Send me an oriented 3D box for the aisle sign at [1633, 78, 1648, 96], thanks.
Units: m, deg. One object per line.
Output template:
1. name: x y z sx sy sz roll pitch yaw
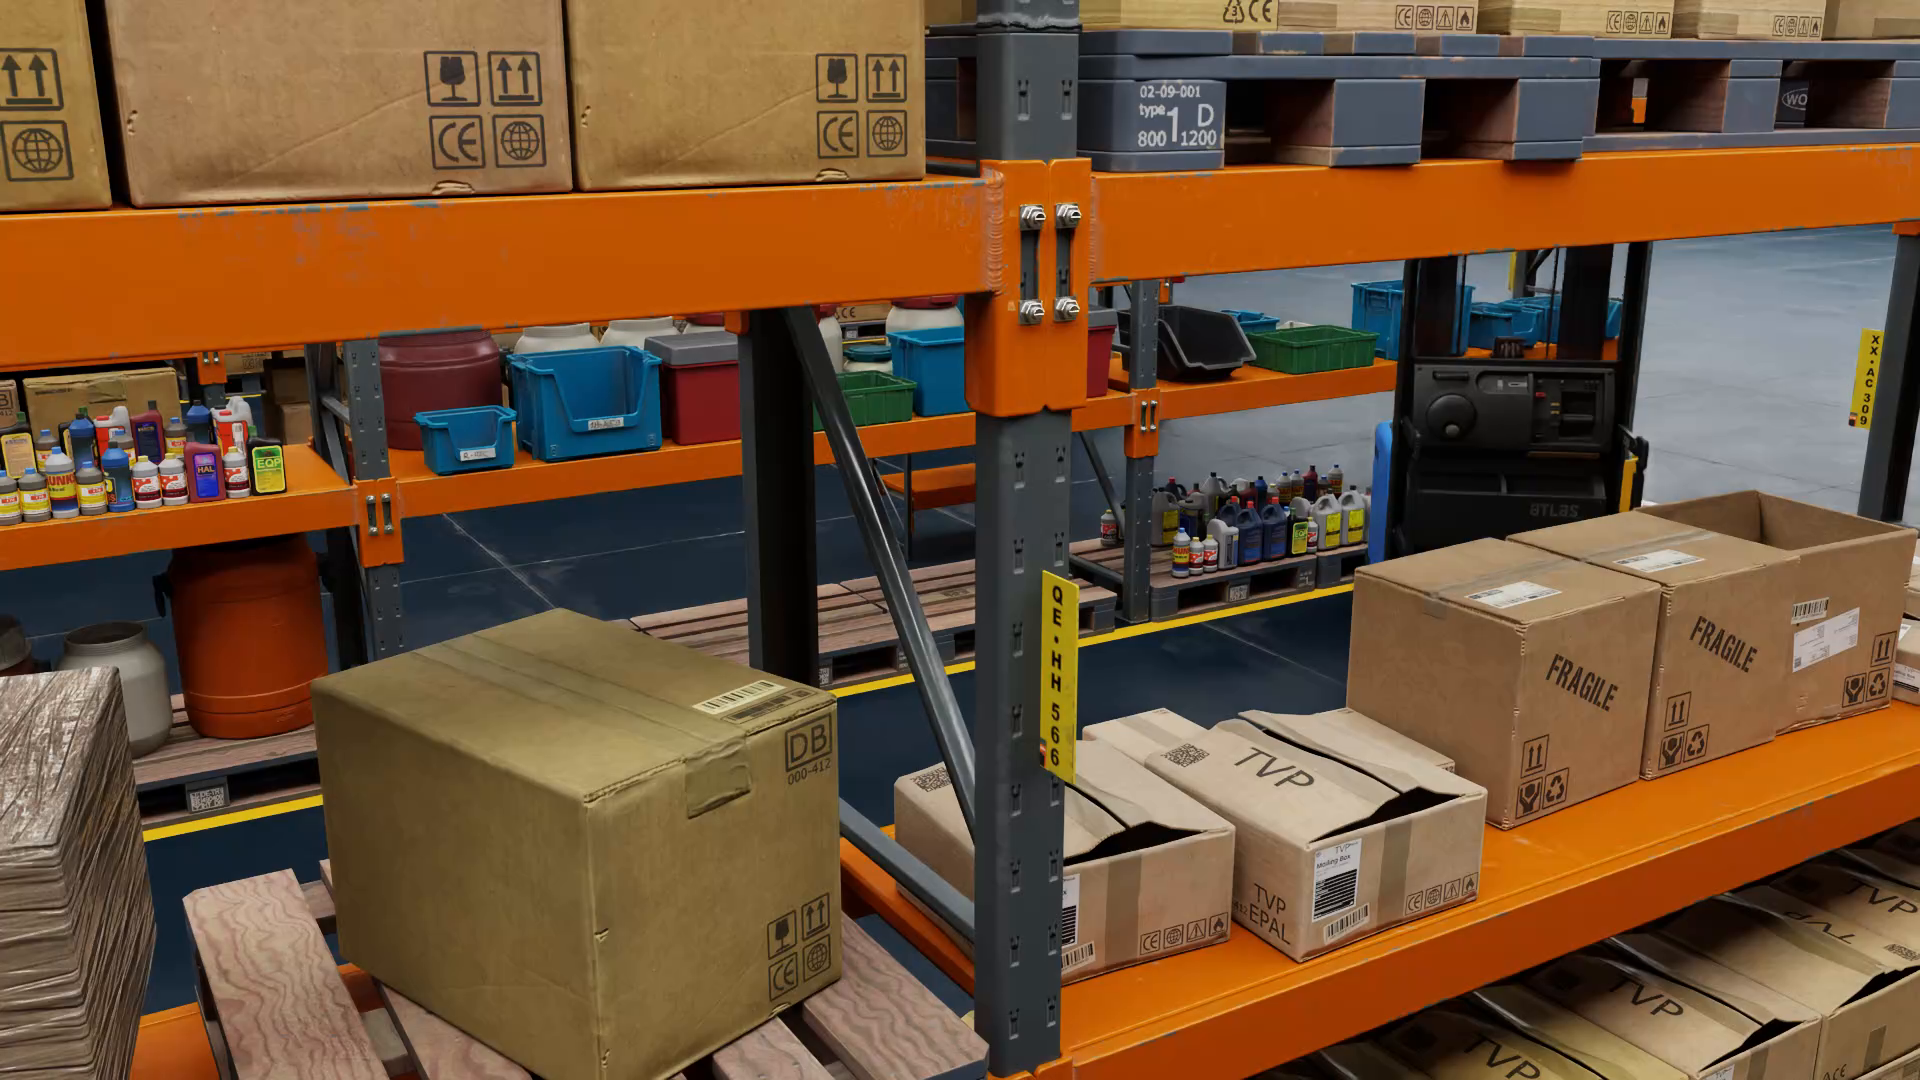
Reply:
1. aisle sign: 4.389 -2.842 10.675 0.004 0.787 0.394 -9 18 -30

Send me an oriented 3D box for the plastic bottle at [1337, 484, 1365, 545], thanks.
1. plastic bottle: 2.337 -0.157 10.005 0.185 0.351 0.144 -8 18 -27

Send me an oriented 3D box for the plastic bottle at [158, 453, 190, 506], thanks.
1. plastic bottle: -3.117 -0.243 6.586 0.097 0.201 0.097 0 16 0

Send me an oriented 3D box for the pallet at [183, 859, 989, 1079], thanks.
1. pallet: -0.680 0.812 2.810 1.003 0.211 1.213 -9 18 -30

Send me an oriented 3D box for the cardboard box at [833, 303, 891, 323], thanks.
1. cardboard box: -1.392 -3.026 19.307 0.875 0.875 0.875 -9 18 -29

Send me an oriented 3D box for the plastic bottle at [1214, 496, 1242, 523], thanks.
1. plastic bottle: 1.577 -0.079 9.727 0.185 0.351 0.144 -9 18 -30

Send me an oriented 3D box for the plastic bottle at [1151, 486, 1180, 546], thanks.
1. plastic bottle: 1.223 -0.152 9.988 0.185 0.351 0.144 -9 18 -30

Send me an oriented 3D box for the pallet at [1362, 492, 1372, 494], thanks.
1. pallet: 3.434 -0.173 11.137 1.213 0.211 1.003 -9 18 -30

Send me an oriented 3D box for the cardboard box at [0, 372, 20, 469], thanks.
1. cardboard box: -6.605 -0.649 10.826 0.875 0.875 1.225 -9 18 -30

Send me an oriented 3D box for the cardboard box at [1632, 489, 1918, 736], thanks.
1. cardboard box: 2.175 0.182 4.520 0.500 0.500 0.500 -8 17 -26

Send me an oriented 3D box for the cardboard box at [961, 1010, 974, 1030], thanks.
1. cardboard box: 0.187 1.331 3.880 0.500 0.311 0.500 -9 18 -28

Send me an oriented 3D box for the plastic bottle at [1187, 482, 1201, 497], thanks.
1. plastic bottle: 1.432 -0.212 10.327 0.133 0.283 0.061 -8 17 -26

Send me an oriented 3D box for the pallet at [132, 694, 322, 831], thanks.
1. pallet: -3.338 0.925 7.219 1.213 0.211 1.003 -9 18 -30

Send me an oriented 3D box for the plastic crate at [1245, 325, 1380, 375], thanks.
1. plastic crate: 2.054 -1.114 9.721 0.662 0.188 0.450 -9 18 -30

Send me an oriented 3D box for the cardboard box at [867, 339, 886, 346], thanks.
1. cardboard box: -0.463 -1.470 14.449 0.500 0.500 0.500 -11 19 -35

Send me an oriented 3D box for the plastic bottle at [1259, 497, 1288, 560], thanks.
1. plastic bottle: 1.813 -0.072 9.701 0.185 0.351 0.144 -10 19 -32

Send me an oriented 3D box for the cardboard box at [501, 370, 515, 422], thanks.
1. cardboard box: -3.241 -1.027 12.833 0.500 0.500 0.700 -11 19 -34

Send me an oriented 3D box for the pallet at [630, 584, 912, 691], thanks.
1. pallet: -0.955 0.538 8.598 1.213 0.211 1.003 -9 18 -30

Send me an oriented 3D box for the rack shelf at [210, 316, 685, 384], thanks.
1. rack shelf: -3.520 -1.615 12.445 4.000 0.370 1.077 -9 18 -30

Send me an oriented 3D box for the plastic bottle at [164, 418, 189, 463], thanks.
1. plastic bottle: -3.418 -0.433 7.264 0.097 0.201 0.097 0 16 0

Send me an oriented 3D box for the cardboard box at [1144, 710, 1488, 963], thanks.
1. cardboard box: 0.731 0.573 3.474 0.500 0.311 0.500 -9 18 -30

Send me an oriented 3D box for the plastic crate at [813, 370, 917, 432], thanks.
1. plastic crate: -0.602 -0.684 8.184 0.662 0.188 0.450 -9 18 -30

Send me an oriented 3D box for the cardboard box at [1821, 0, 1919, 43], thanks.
1. cardboard box: 2.291 -1.360 4.148 0.500 0.250 0.500 -11 19 -35

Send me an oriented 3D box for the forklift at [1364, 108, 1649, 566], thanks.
1. forklift: 2.629 -0.648 7.789 1.130 2.935 3.031 2 16 8

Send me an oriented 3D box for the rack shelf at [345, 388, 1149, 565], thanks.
1. rack shelf: -0.969 -0.469 8.357 4.000 0.370 1.077 -9 18 -30

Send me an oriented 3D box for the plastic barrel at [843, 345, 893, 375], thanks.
1. plastic barrel: -0.468 -0.878 8.741 0.301 0.262 0.301 0 16 0

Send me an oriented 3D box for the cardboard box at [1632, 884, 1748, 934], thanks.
1. cardboard box: 1.936 1.046 4.900 0.500 0.311 0.500 -10 18 -32

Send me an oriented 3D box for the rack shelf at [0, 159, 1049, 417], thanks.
1. rack shelf: -1.850 -0.210 1.879 4.000 0.370 1.077 -9 18 -30

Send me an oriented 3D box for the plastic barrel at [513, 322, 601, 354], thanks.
1. plastic barrel: -1.912 -0.783 7.940 0.421 0.512 0.421 0 16 0

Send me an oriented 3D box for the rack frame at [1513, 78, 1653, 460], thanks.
1. rack frame: 4.174 -1.649 11.236 0.127 3.000 1.000 -9 18 -30

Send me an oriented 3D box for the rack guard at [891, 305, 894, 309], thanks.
1. rack guard: -0.824 -2.756 19.817 0.348 0.500 1.175 -9 18 -30

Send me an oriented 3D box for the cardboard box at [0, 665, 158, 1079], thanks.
1. cardboard box: -1.500 0.556 2.407 0.500 0.500 0.700 -6 17 -19

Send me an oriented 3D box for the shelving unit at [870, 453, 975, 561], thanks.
1. shelving unit: -0.006 -0.541 10.755 1.048 1.125 0.538 -9 18 -30

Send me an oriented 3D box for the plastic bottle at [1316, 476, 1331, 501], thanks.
1. plastic bottle: 2.371 -0.319 10.861 0.097 0.201 0.097 0 16 0

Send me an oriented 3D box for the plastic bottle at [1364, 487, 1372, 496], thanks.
1. plastic bottle: 2.540 -0.192 10.255 0.133 0.283 0.061 -9 18 -30

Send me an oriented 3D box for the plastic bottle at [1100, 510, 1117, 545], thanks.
1. plastic bottle: 0.896 -0.080 10.007 0.097 0.201 0.097 0 16 0

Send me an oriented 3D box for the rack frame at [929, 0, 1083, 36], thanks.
1. rack frame: -0.136 -2.279 2.368 0.127 3.000 1.000 -9 18 -30

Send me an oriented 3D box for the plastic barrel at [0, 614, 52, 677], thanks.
1. plastic barrel: -4.062 0.651 6.721 0.708 0.588 0.600 -9 18 -30

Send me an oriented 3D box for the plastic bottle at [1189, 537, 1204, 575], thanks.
1. plastic bottle: 1.331 0.085 9.417 0.097 0.201 0.097 0 16 0

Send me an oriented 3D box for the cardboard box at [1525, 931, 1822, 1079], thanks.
1. cardboard box: 1.789 1.239 4.208 0.500 0.311 0.500 -9 18 -30

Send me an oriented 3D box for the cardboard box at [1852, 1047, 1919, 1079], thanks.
1. cardboard box: 2.214 1.441 4.528 0.500 0.250 0.500 -9 18 -28

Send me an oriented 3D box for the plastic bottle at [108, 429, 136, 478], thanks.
1. plastic bottle: -3.537 -0.365 7.024 0.097 0.201 0.097 0 16 0

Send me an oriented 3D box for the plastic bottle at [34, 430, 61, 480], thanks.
1. plastic bottle: -3.845 -0.363 7.017 0.097 0.201 0.097 0 16 0

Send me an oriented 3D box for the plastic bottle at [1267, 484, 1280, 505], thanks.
1. plastic bottle: 1.995 -0.258 10.643 0.097 0.201 0.097 0 16 0

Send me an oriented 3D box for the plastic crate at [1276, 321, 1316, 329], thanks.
1. plastic crate: 2.007 -1.250 10.302 0.437 0.136 0.530 -9 18 -30

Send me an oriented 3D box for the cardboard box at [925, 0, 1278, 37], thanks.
1. cardboard box: 0.224 -1.041 3.008 0.500 0.250 0.500 -11 19 -34
